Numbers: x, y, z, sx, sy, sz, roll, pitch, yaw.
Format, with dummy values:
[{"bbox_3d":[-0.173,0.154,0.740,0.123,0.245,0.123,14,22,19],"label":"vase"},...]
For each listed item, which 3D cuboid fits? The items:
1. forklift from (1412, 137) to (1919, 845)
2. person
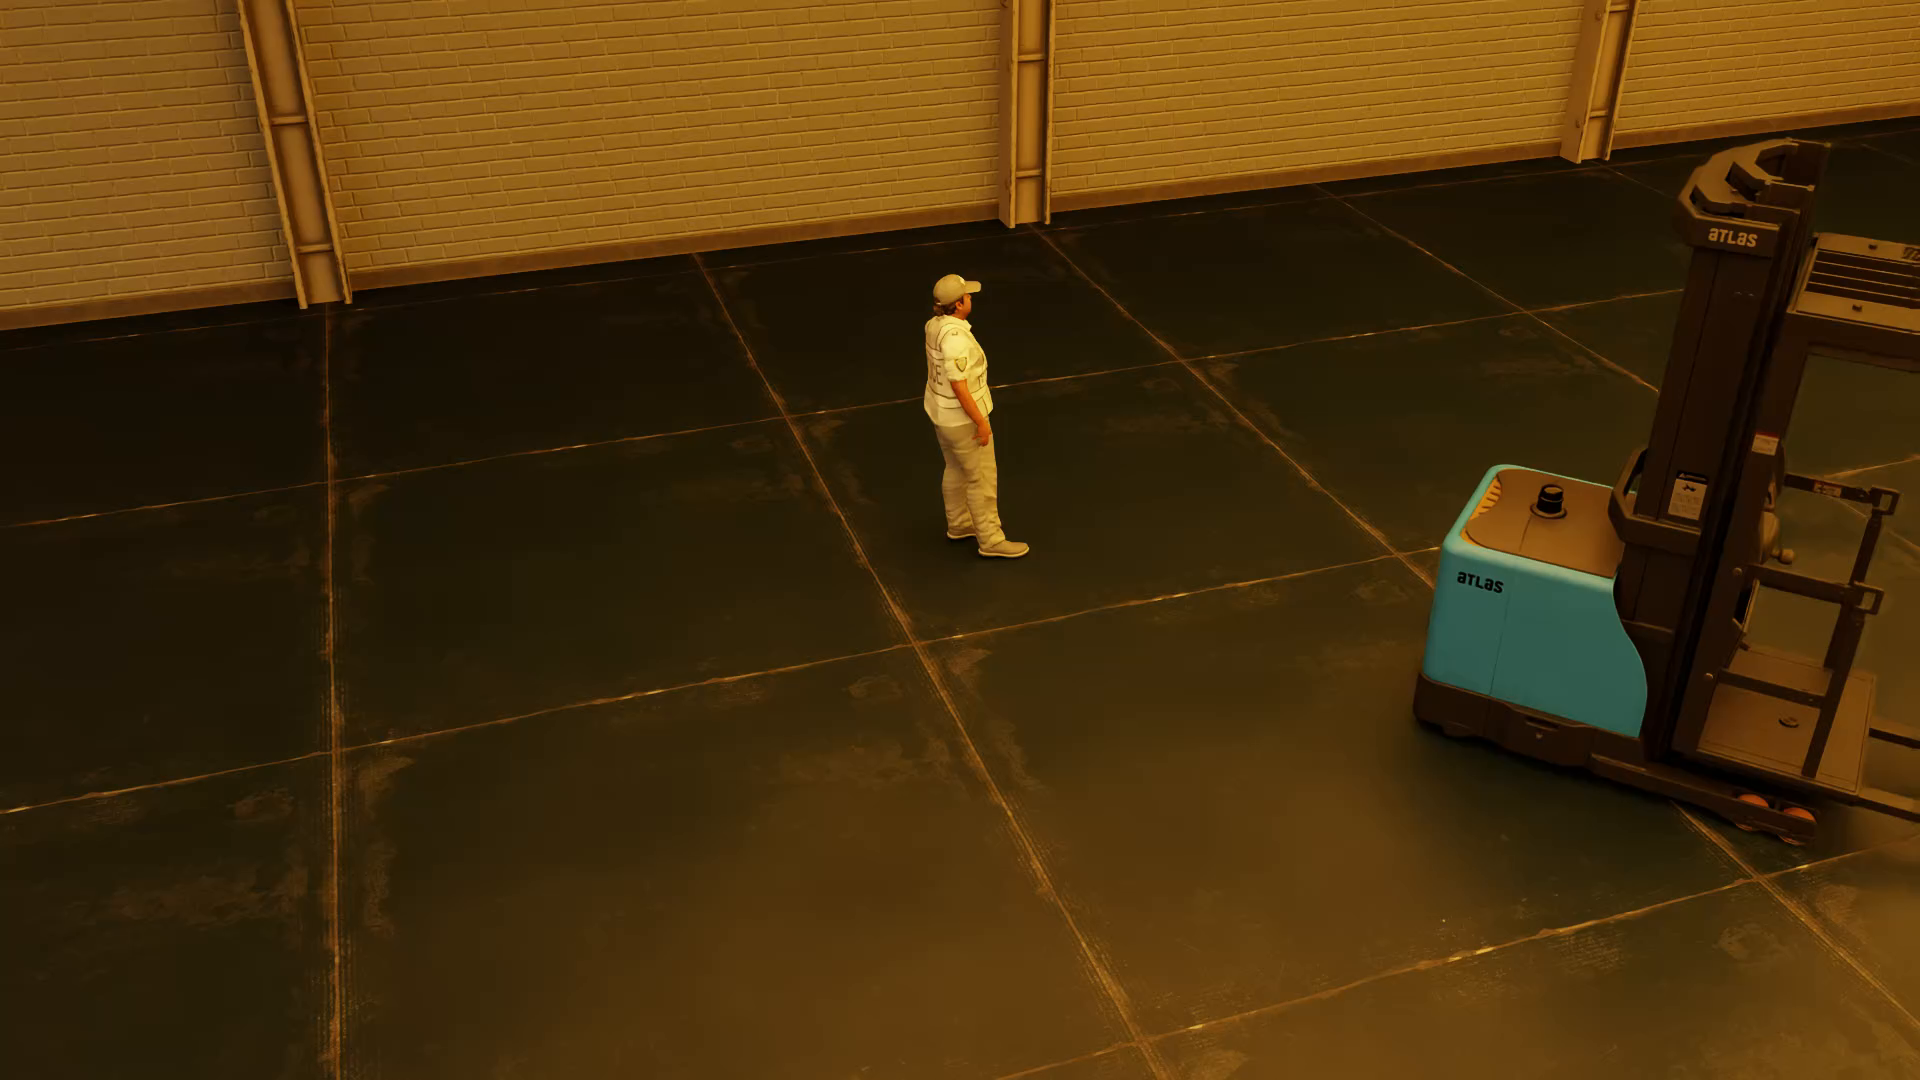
[{"bbox_3d":[3.821,-0.181,7.402,3.031,2.935,1.130,16,33,25],"label":"forklift"},{"bbox_3d":[0.080,-0.730,9.609,0.529,1.670,0.598,-10,31,-16],"label":"person"}]
